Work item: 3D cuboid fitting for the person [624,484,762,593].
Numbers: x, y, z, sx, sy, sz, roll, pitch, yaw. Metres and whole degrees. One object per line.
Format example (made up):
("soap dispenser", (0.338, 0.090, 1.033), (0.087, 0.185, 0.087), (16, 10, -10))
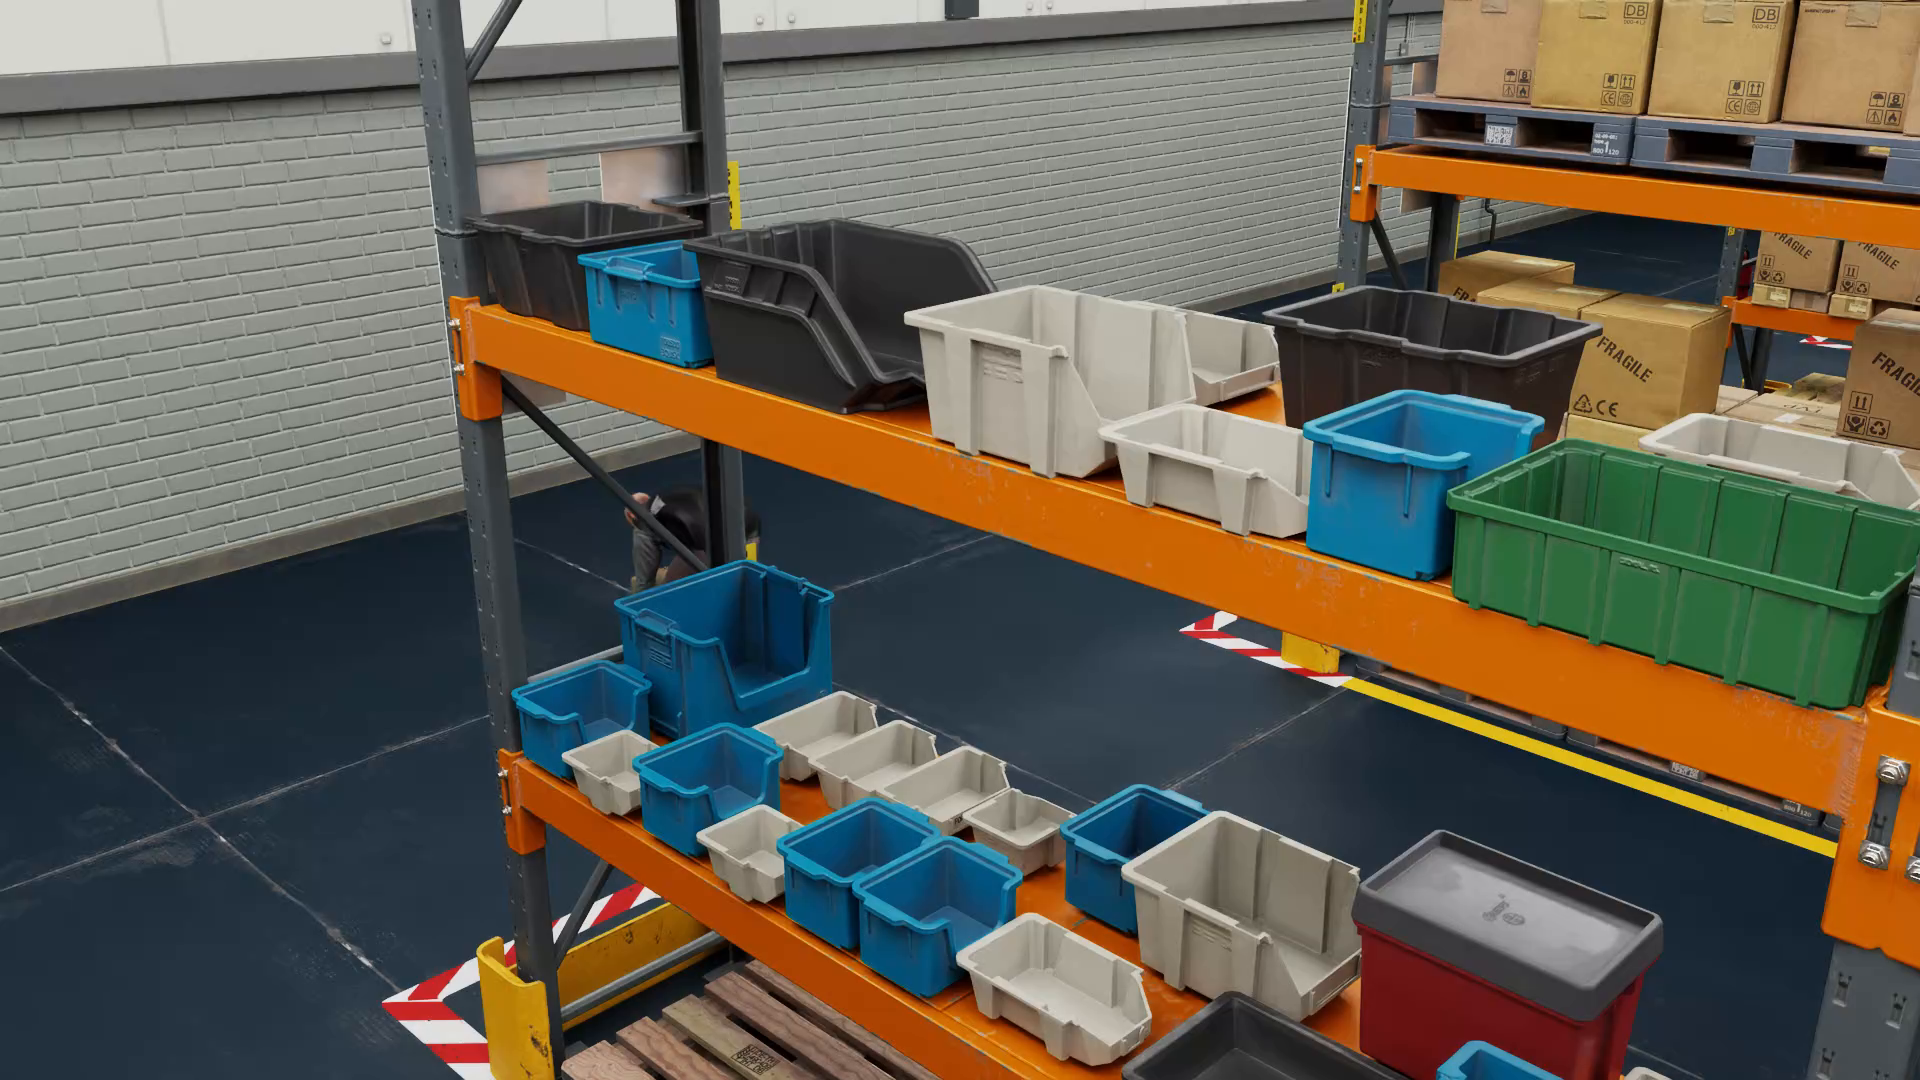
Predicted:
("person", (-1.490, 0.181, 9.068), (0.958, 1.065, 0.489), (17, 27, 39))
